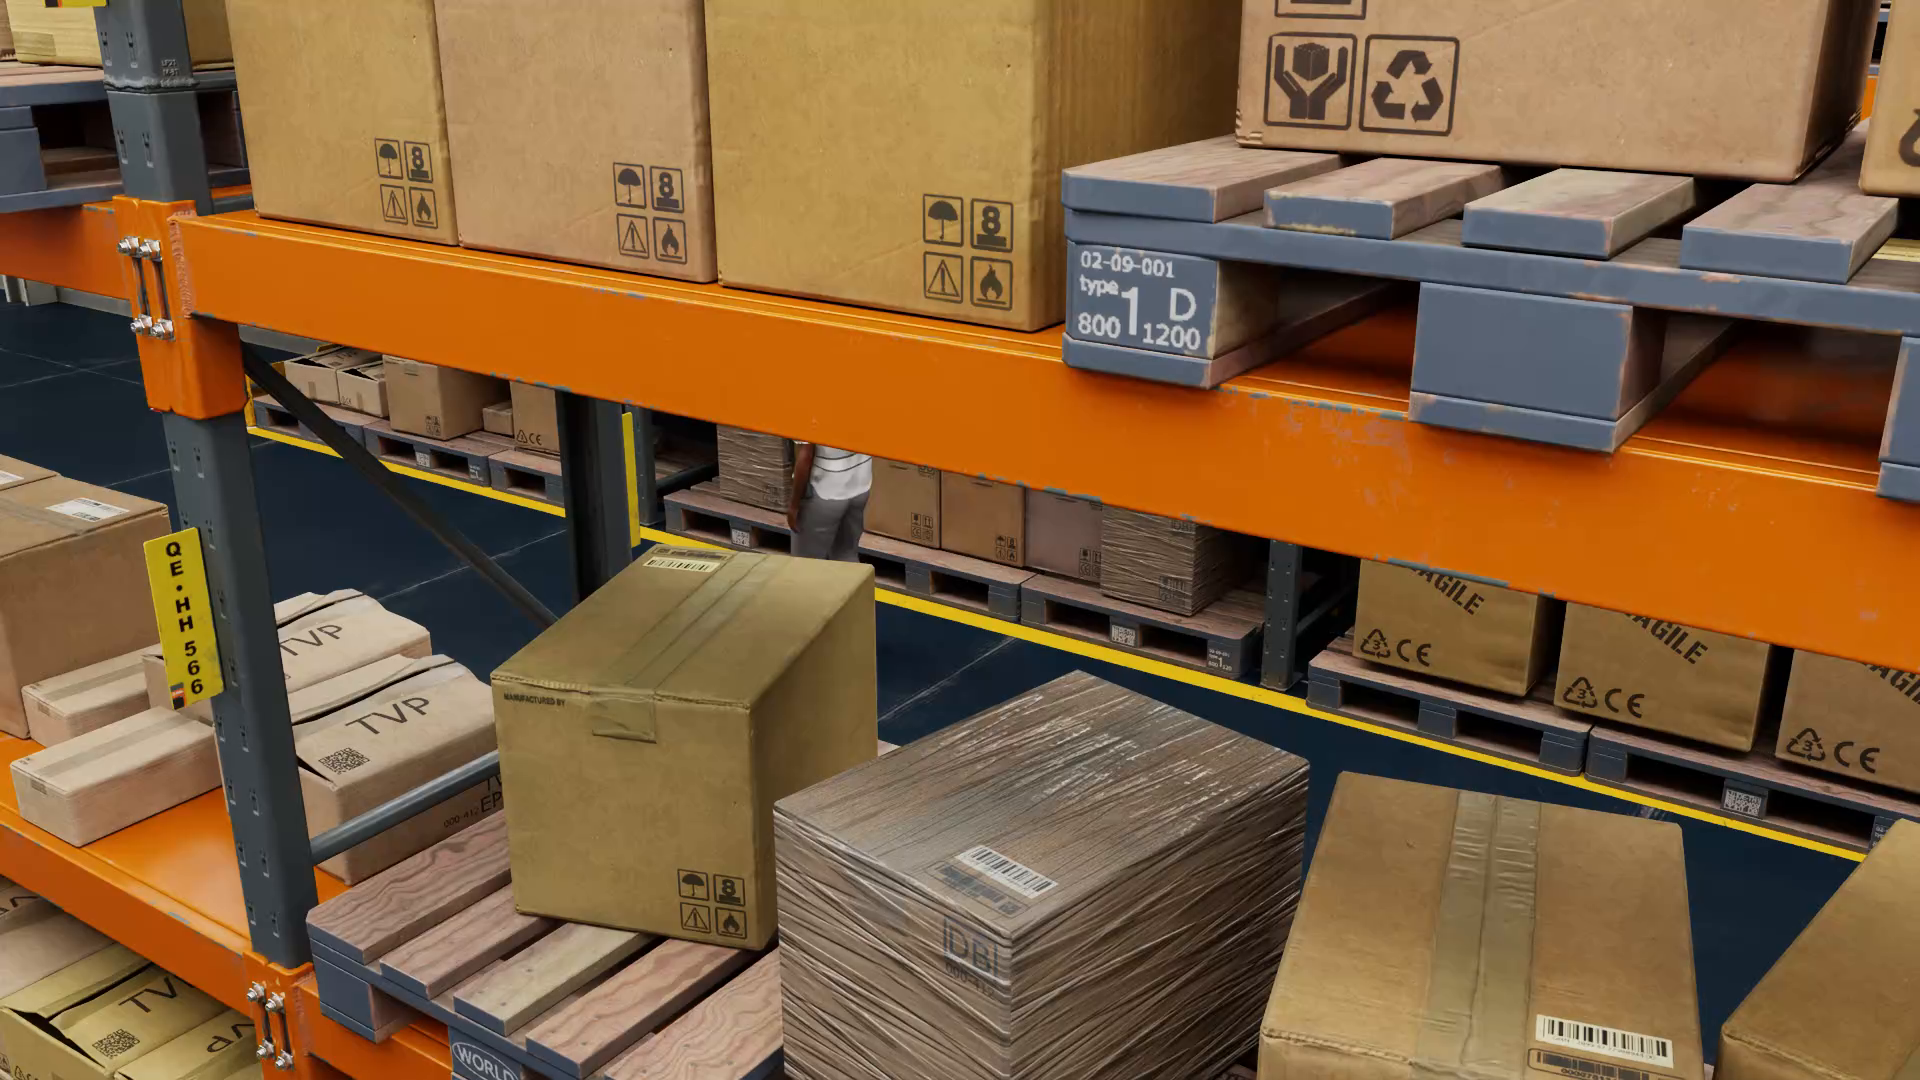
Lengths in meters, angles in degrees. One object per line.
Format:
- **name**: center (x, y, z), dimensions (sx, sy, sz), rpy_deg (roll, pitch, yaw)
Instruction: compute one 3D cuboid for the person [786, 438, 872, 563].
- **person**: center (-0.631, -0.222, 7.687), dimensions (0.425, 1.657, 0.510), rpy_deg (12, 23, 30)
